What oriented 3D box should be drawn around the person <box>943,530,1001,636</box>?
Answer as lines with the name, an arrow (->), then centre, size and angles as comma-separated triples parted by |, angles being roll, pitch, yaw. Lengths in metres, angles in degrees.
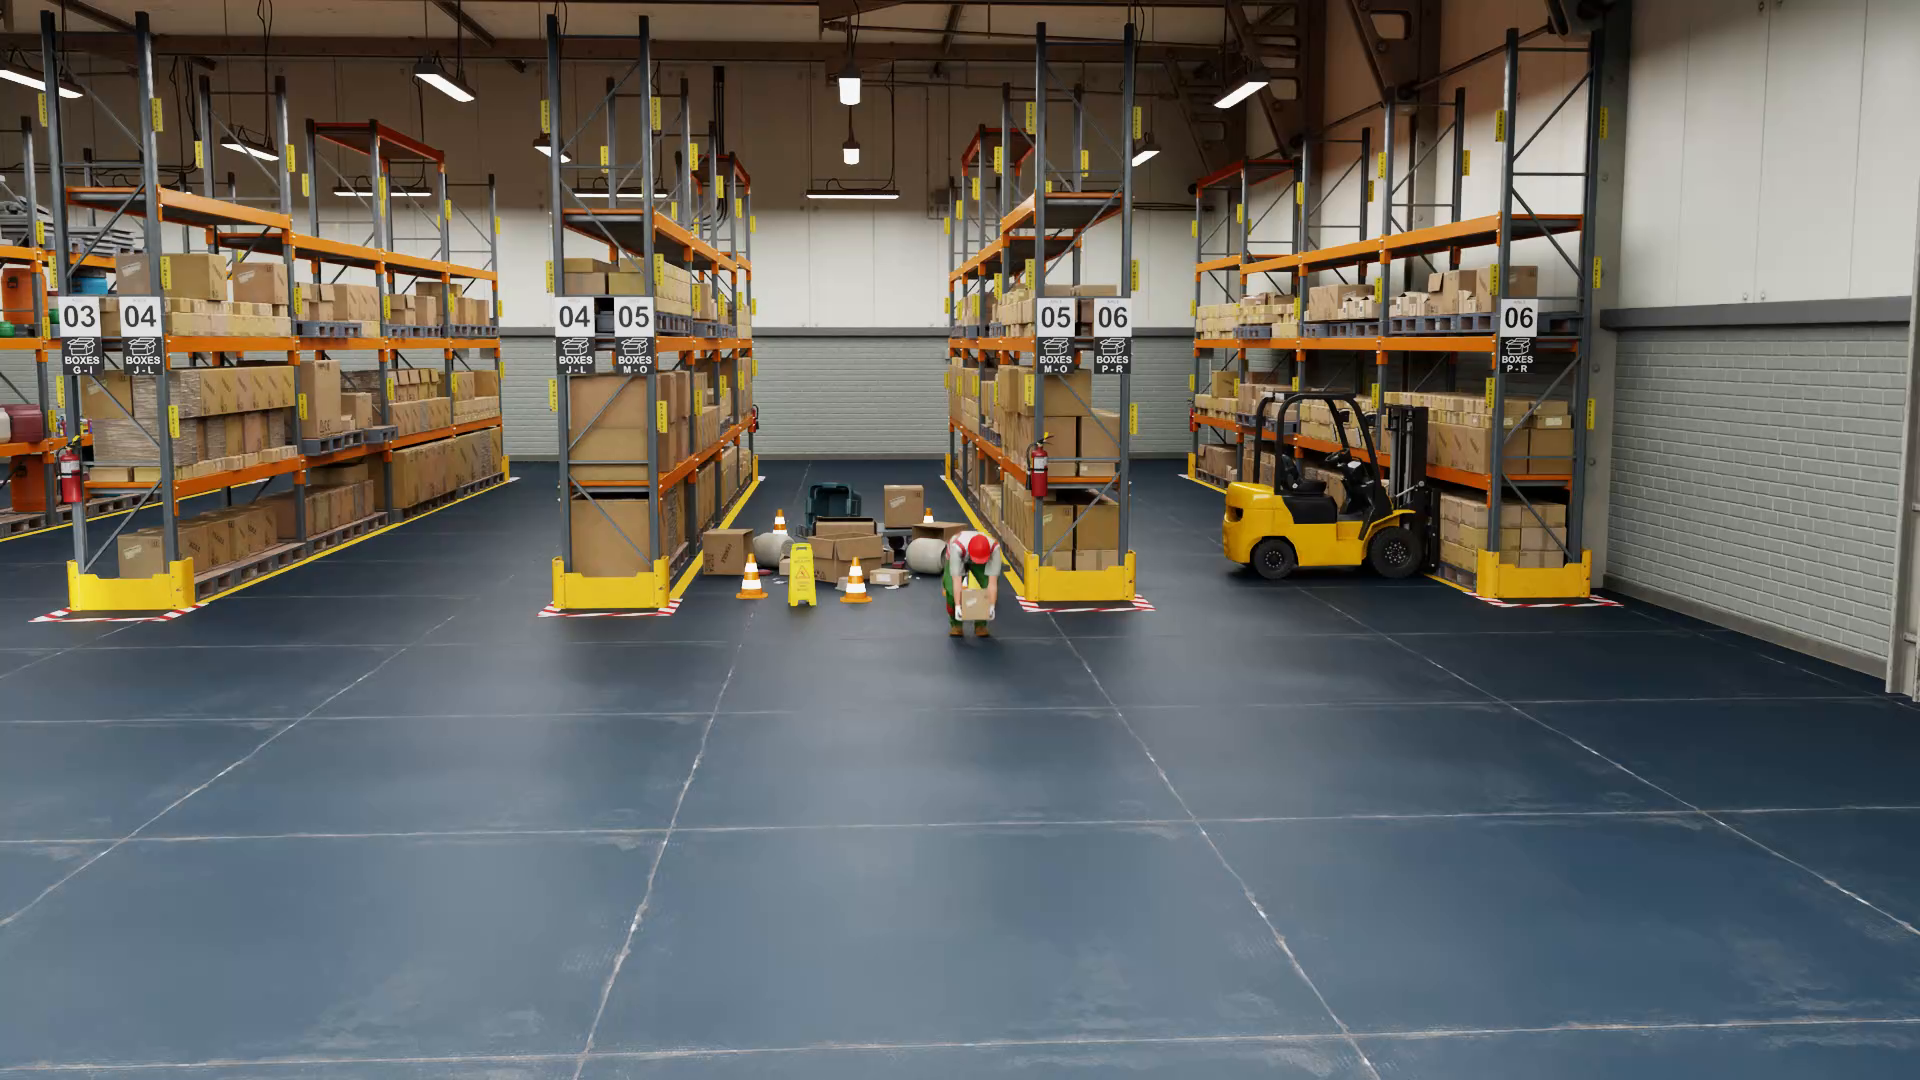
person -> 0.111, 0.407, 15.493 | 0.524, 1.014, 0.958 | -1, 7, -6
